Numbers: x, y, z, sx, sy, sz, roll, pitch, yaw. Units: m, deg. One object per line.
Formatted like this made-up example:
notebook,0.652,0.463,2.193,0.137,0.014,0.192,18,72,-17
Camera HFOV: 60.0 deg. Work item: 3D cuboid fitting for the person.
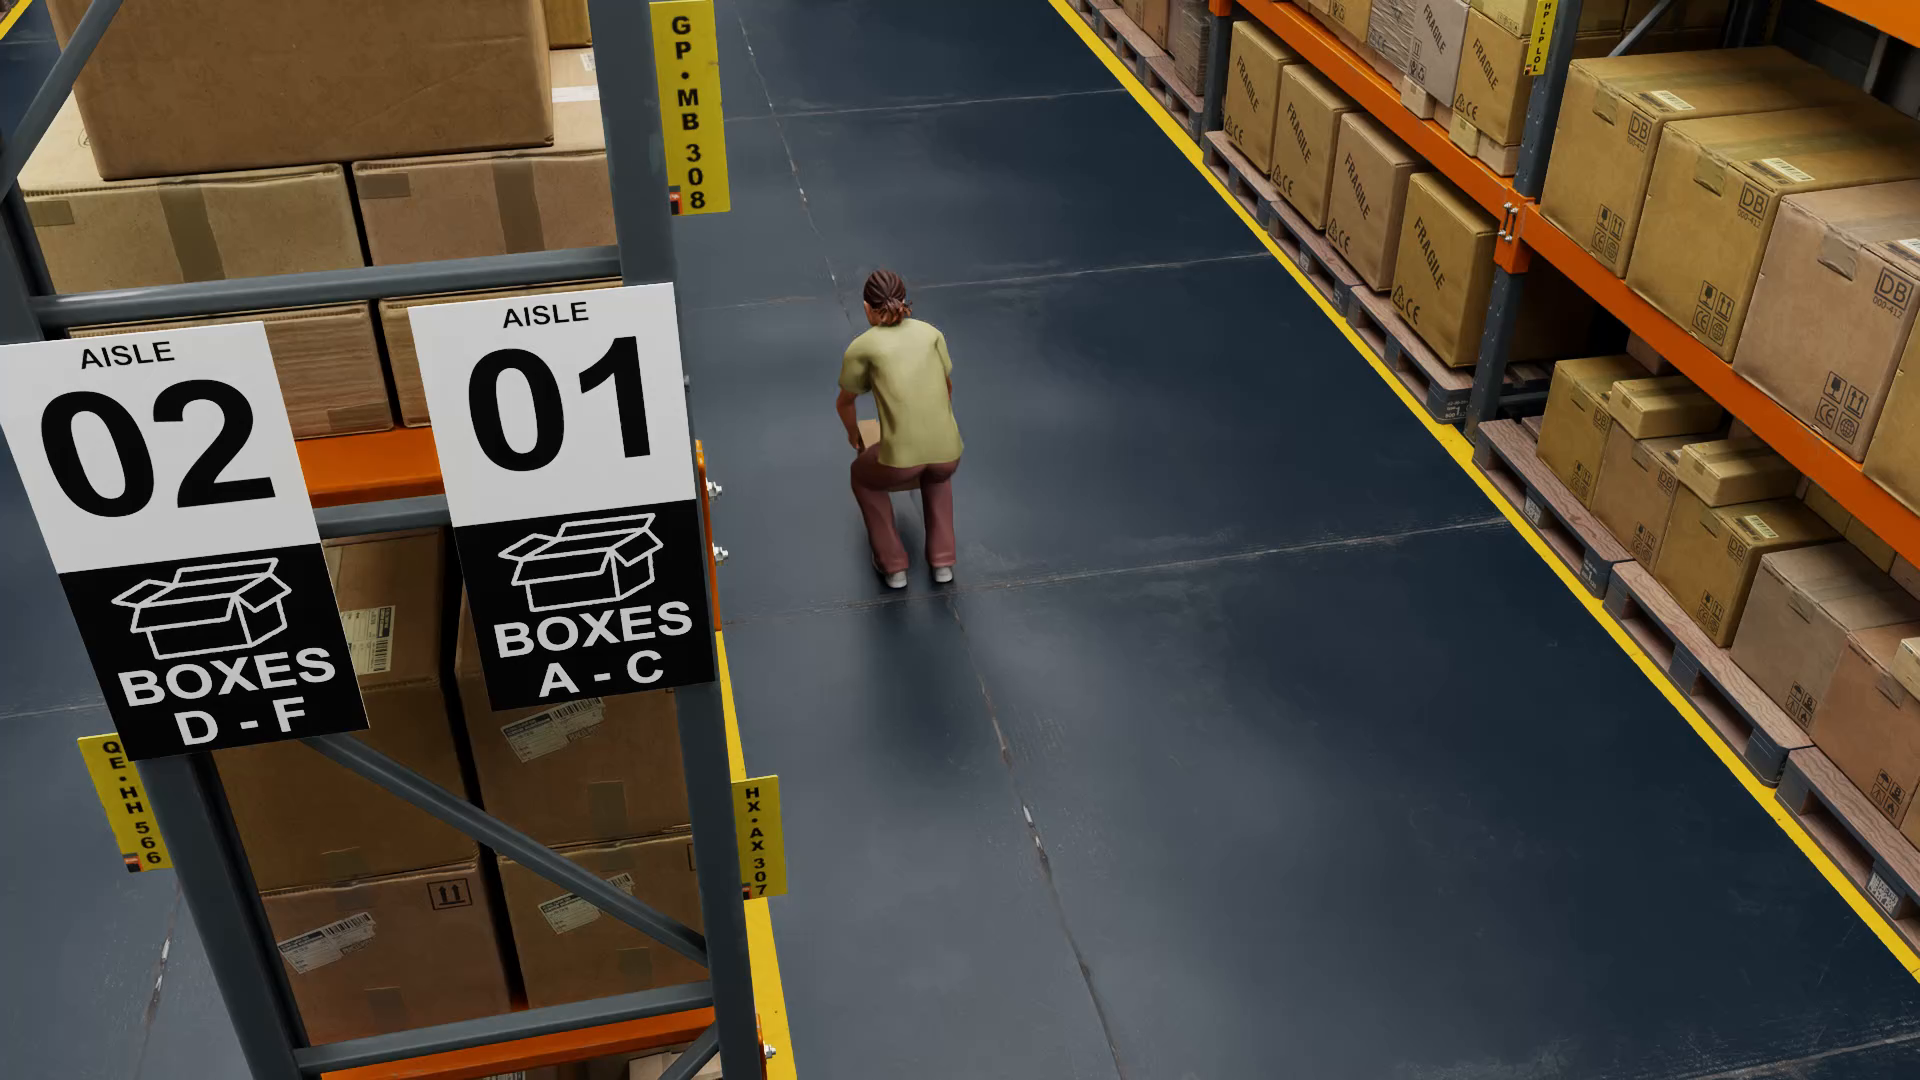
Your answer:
person,-0.256,-0.444,7.097,0.511,1.335,0.666,-9,35,-13
